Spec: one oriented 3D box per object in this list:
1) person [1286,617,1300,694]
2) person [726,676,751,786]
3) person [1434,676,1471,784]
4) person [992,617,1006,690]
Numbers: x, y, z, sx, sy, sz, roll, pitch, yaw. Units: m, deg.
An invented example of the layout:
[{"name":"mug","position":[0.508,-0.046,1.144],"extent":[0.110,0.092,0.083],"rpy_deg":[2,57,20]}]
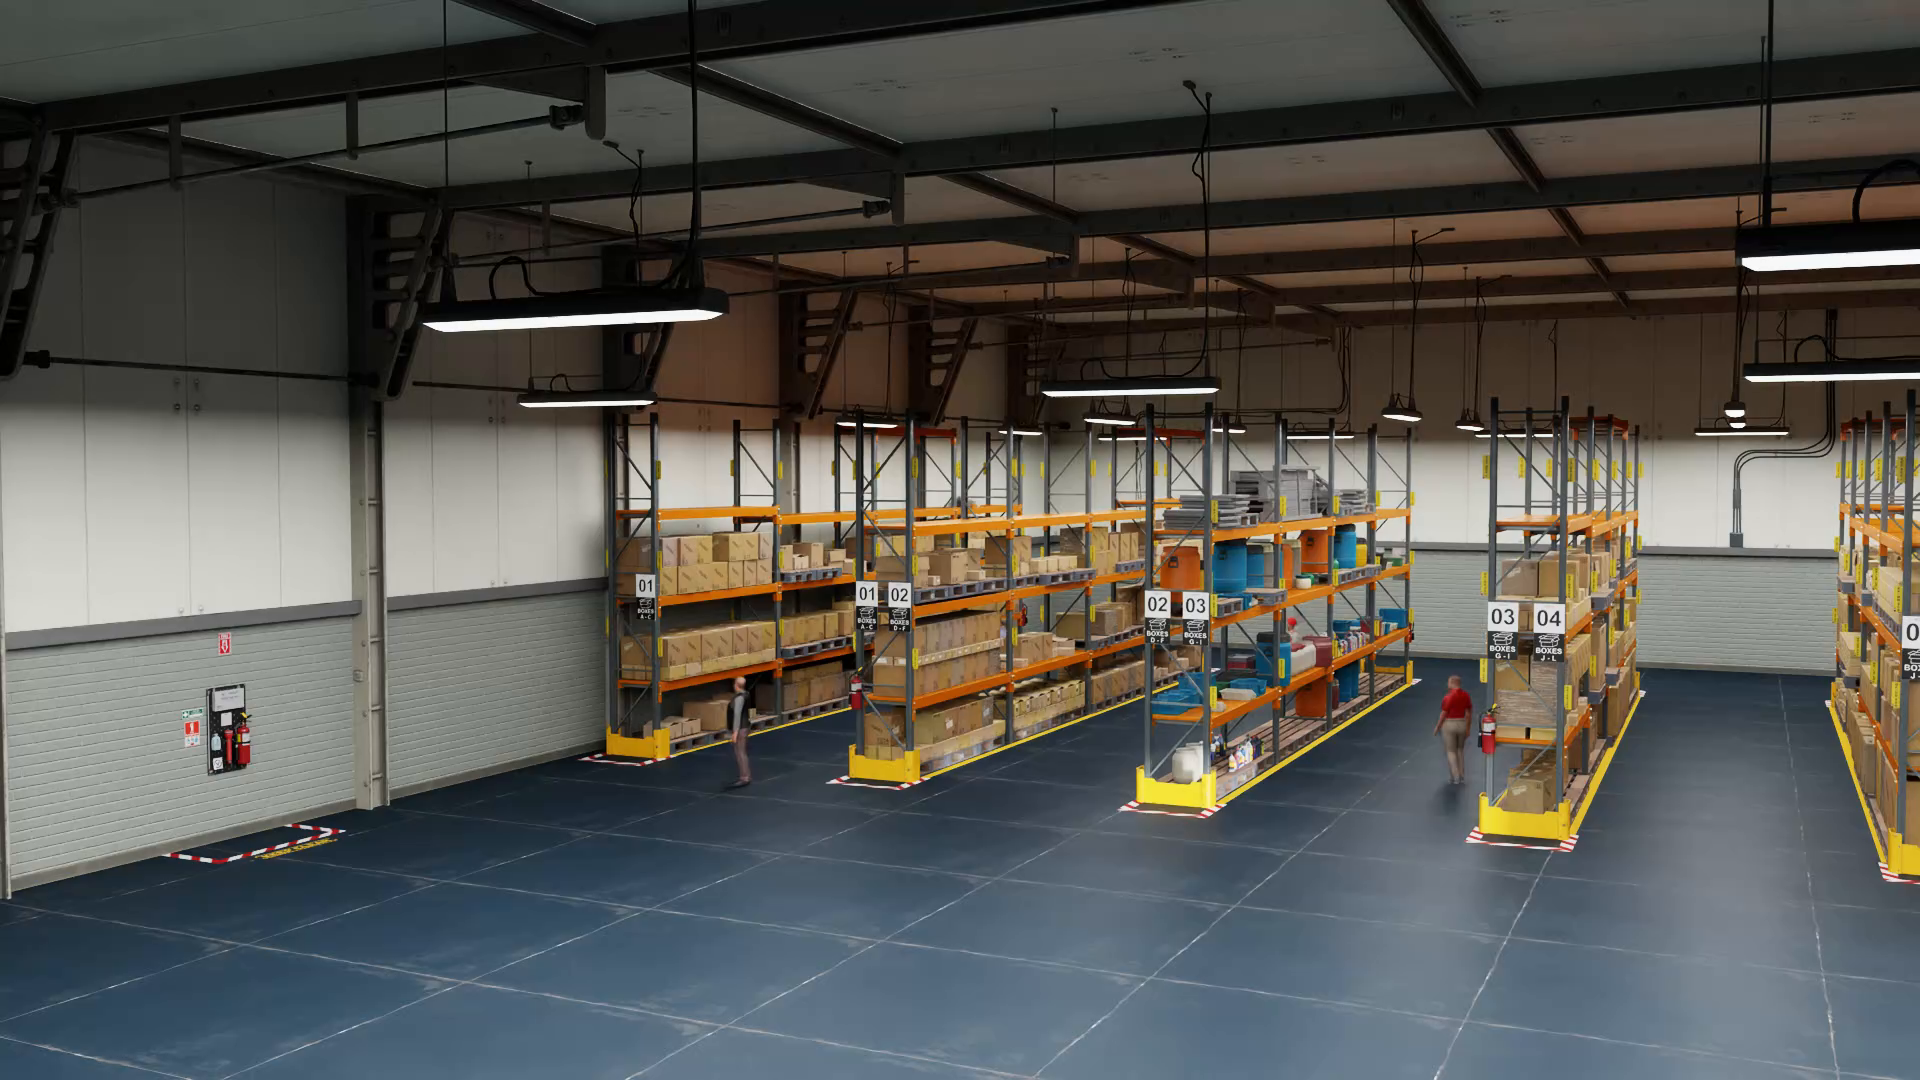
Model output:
[{"name":"person","position":[7.205,2.563,36.523],"extent":[0.497,1.723,1.053],"rpy_deg":[2,3,39]},{"name":"person","position":[-3.504,3.039,26.361],"extent":[0.394,1.757,0.645],"rpy_deg":[0,2,0]},{"name":"person","position":[7.870,3.058,26.511],"extent":[0.579,1.808,0.544],"rpy_deg":[-1,2,-13]},{"name":"person","position":[0.964,2.582,37.948],"extent":[0.414,1.646,0.521],"rpy_deg":[1,2,14]}]
